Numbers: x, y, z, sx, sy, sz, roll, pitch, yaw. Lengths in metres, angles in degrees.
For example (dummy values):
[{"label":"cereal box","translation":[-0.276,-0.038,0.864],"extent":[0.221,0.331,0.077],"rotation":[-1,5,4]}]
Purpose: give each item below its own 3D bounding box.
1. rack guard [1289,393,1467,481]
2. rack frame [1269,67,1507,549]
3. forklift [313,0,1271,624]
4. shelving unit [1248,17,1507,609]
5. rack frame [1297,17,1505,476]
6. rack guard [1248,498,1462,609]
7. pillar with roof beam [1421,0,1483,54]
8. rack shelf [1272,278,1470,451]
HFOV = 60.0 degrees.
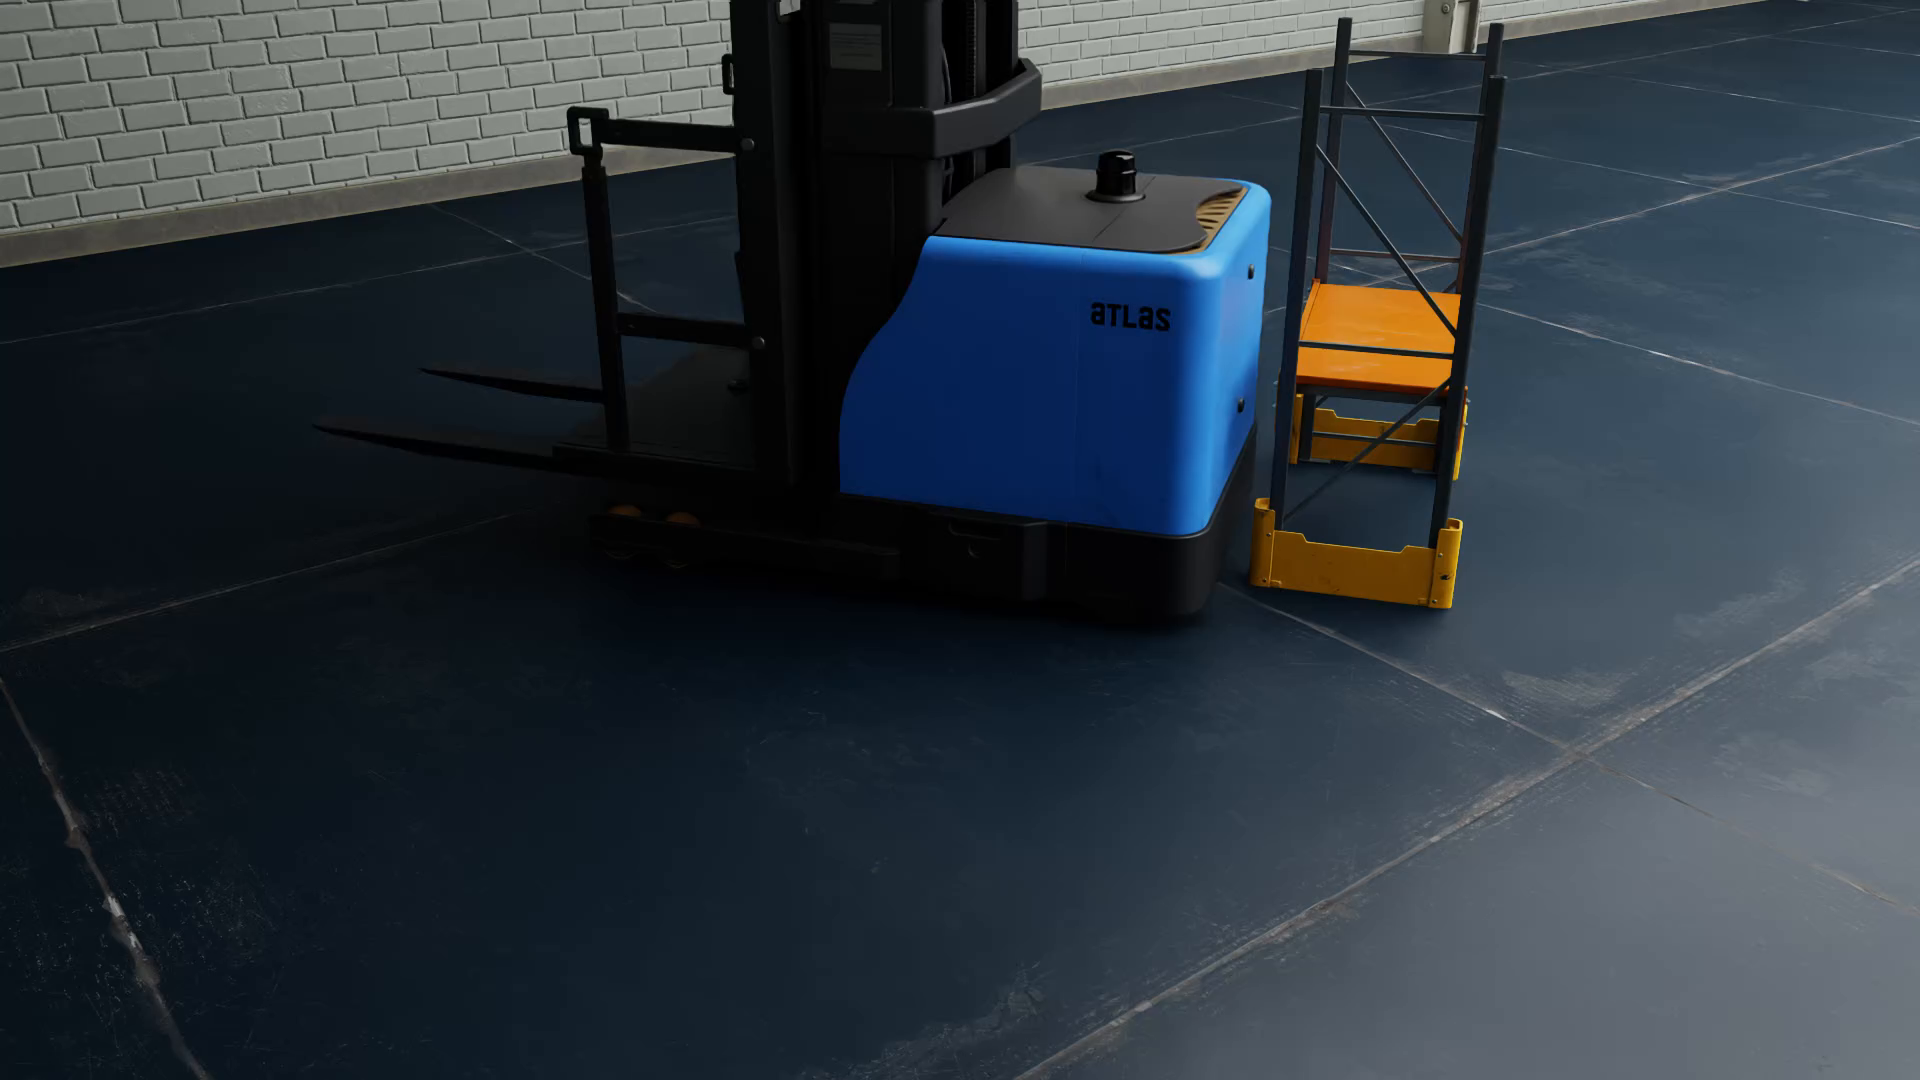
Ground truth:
[{"label":"rack guard","translation":[1.430,-0.365,5.740],"extent":[0.587,0.250,0.087],"rotation":[7,26,15]},{"label":"rack frame","translation":[1.146,-0.522,4.592],"extent":[0.500,1.500,0.032],"rotation":[7,26,15]},{"label":"forklift","translation":[-0.620,-1.447,4.886],"extent":[3.031,2.935,1.130],"rotation":[8,26,16]},{"label":"shelving unit","translation":[1.291,-0.731,5.043],"extent":[0.587,1.500,1.083],"rotation":[7,26,15]},{"label":"rack frame","translation":[1.430,-0.933,5.478],"extent":[0.500,1.500,0.032],"rotation":[7,26,15]},{"label":"rack guard","translation":[1.151,0.037,4.872],"extent":[0.587,0.250,0.087],"rotation":[7,26,15]},{"label":"pillar with roof beam","translation":[6.840,-6.842,9.304],"extent":[0.400,9.000,9.100],"rotation":[-18,31,-34]},{"label":"rack shelf","translation":[1.288,-0.564,5.111],"extent":[0.538,0.185,1.000],"rotation":[7,26,15]}]
